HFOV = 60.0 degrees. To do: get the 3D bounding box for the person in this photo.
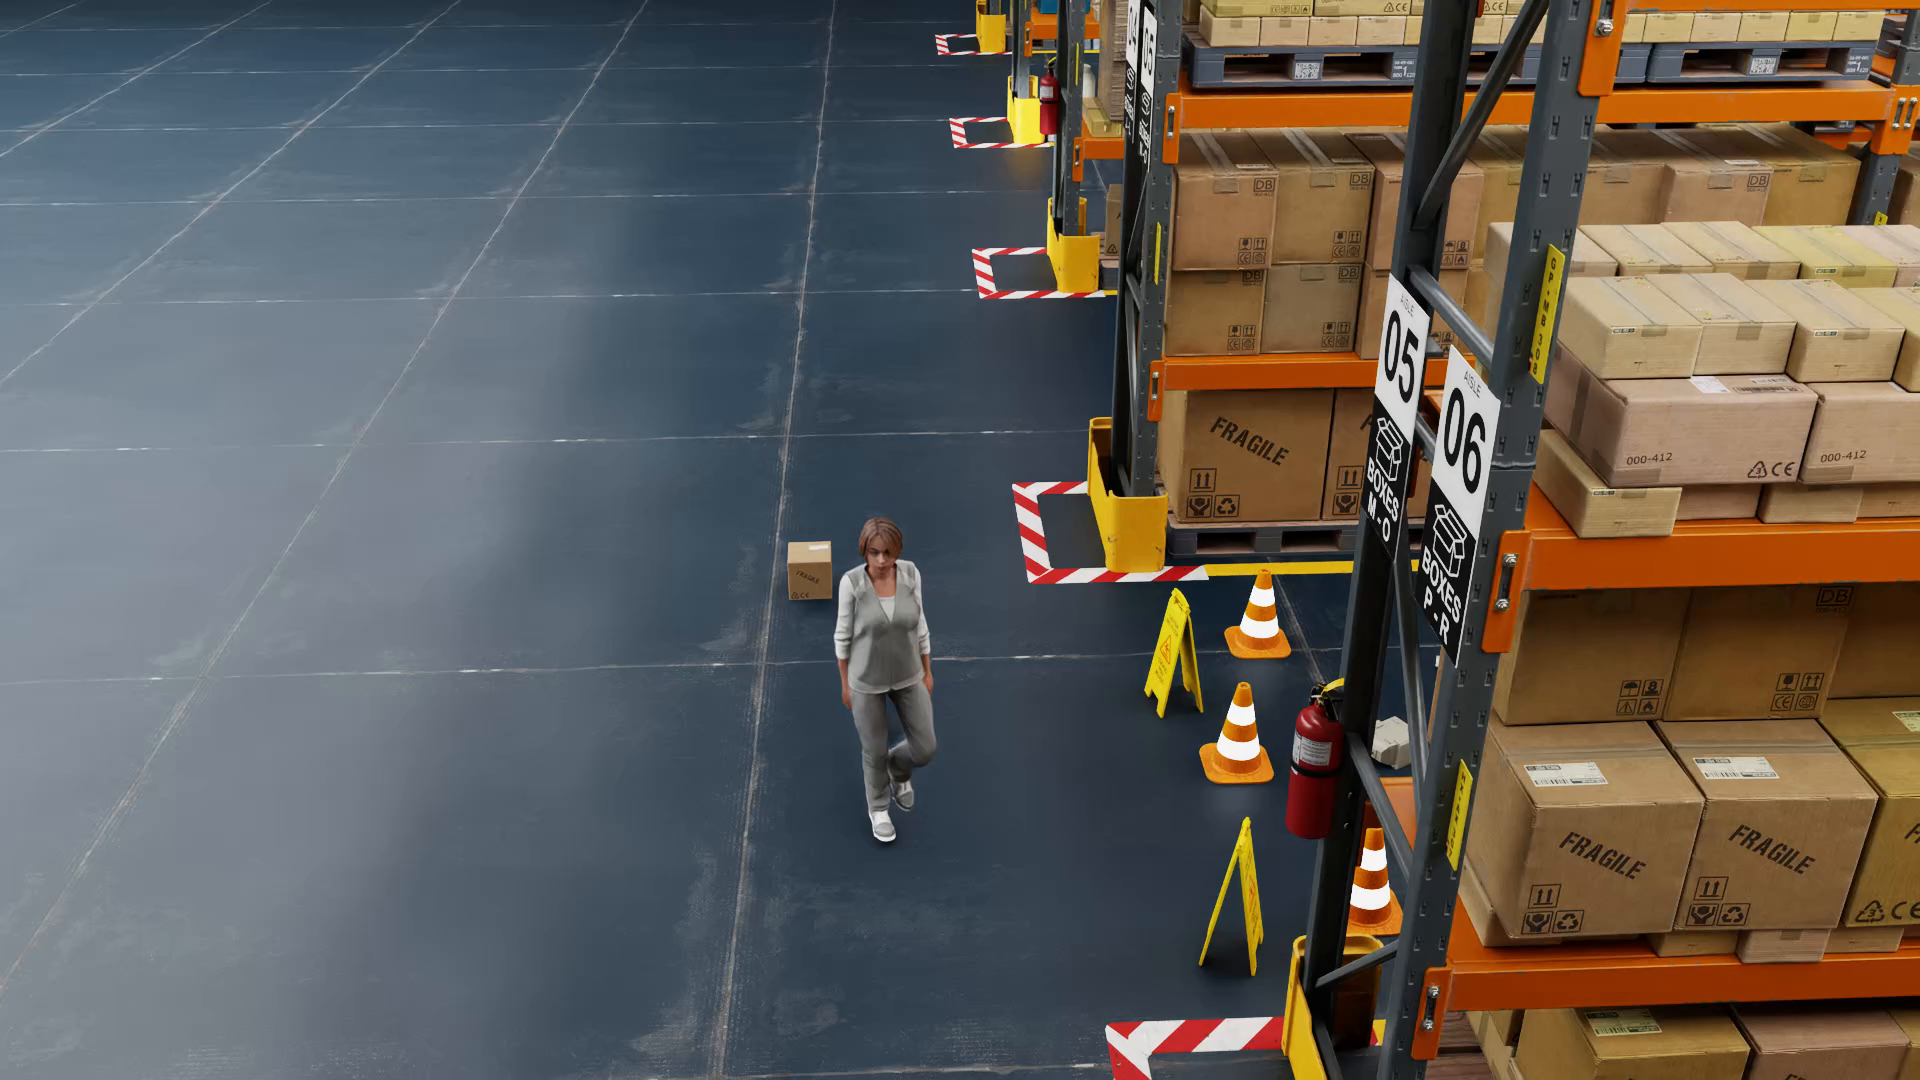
[{"bbox_3d":[-0.326,0.628,7.387,0.442,1.596,0.420,-7,29,-13],"label":"person"}]
